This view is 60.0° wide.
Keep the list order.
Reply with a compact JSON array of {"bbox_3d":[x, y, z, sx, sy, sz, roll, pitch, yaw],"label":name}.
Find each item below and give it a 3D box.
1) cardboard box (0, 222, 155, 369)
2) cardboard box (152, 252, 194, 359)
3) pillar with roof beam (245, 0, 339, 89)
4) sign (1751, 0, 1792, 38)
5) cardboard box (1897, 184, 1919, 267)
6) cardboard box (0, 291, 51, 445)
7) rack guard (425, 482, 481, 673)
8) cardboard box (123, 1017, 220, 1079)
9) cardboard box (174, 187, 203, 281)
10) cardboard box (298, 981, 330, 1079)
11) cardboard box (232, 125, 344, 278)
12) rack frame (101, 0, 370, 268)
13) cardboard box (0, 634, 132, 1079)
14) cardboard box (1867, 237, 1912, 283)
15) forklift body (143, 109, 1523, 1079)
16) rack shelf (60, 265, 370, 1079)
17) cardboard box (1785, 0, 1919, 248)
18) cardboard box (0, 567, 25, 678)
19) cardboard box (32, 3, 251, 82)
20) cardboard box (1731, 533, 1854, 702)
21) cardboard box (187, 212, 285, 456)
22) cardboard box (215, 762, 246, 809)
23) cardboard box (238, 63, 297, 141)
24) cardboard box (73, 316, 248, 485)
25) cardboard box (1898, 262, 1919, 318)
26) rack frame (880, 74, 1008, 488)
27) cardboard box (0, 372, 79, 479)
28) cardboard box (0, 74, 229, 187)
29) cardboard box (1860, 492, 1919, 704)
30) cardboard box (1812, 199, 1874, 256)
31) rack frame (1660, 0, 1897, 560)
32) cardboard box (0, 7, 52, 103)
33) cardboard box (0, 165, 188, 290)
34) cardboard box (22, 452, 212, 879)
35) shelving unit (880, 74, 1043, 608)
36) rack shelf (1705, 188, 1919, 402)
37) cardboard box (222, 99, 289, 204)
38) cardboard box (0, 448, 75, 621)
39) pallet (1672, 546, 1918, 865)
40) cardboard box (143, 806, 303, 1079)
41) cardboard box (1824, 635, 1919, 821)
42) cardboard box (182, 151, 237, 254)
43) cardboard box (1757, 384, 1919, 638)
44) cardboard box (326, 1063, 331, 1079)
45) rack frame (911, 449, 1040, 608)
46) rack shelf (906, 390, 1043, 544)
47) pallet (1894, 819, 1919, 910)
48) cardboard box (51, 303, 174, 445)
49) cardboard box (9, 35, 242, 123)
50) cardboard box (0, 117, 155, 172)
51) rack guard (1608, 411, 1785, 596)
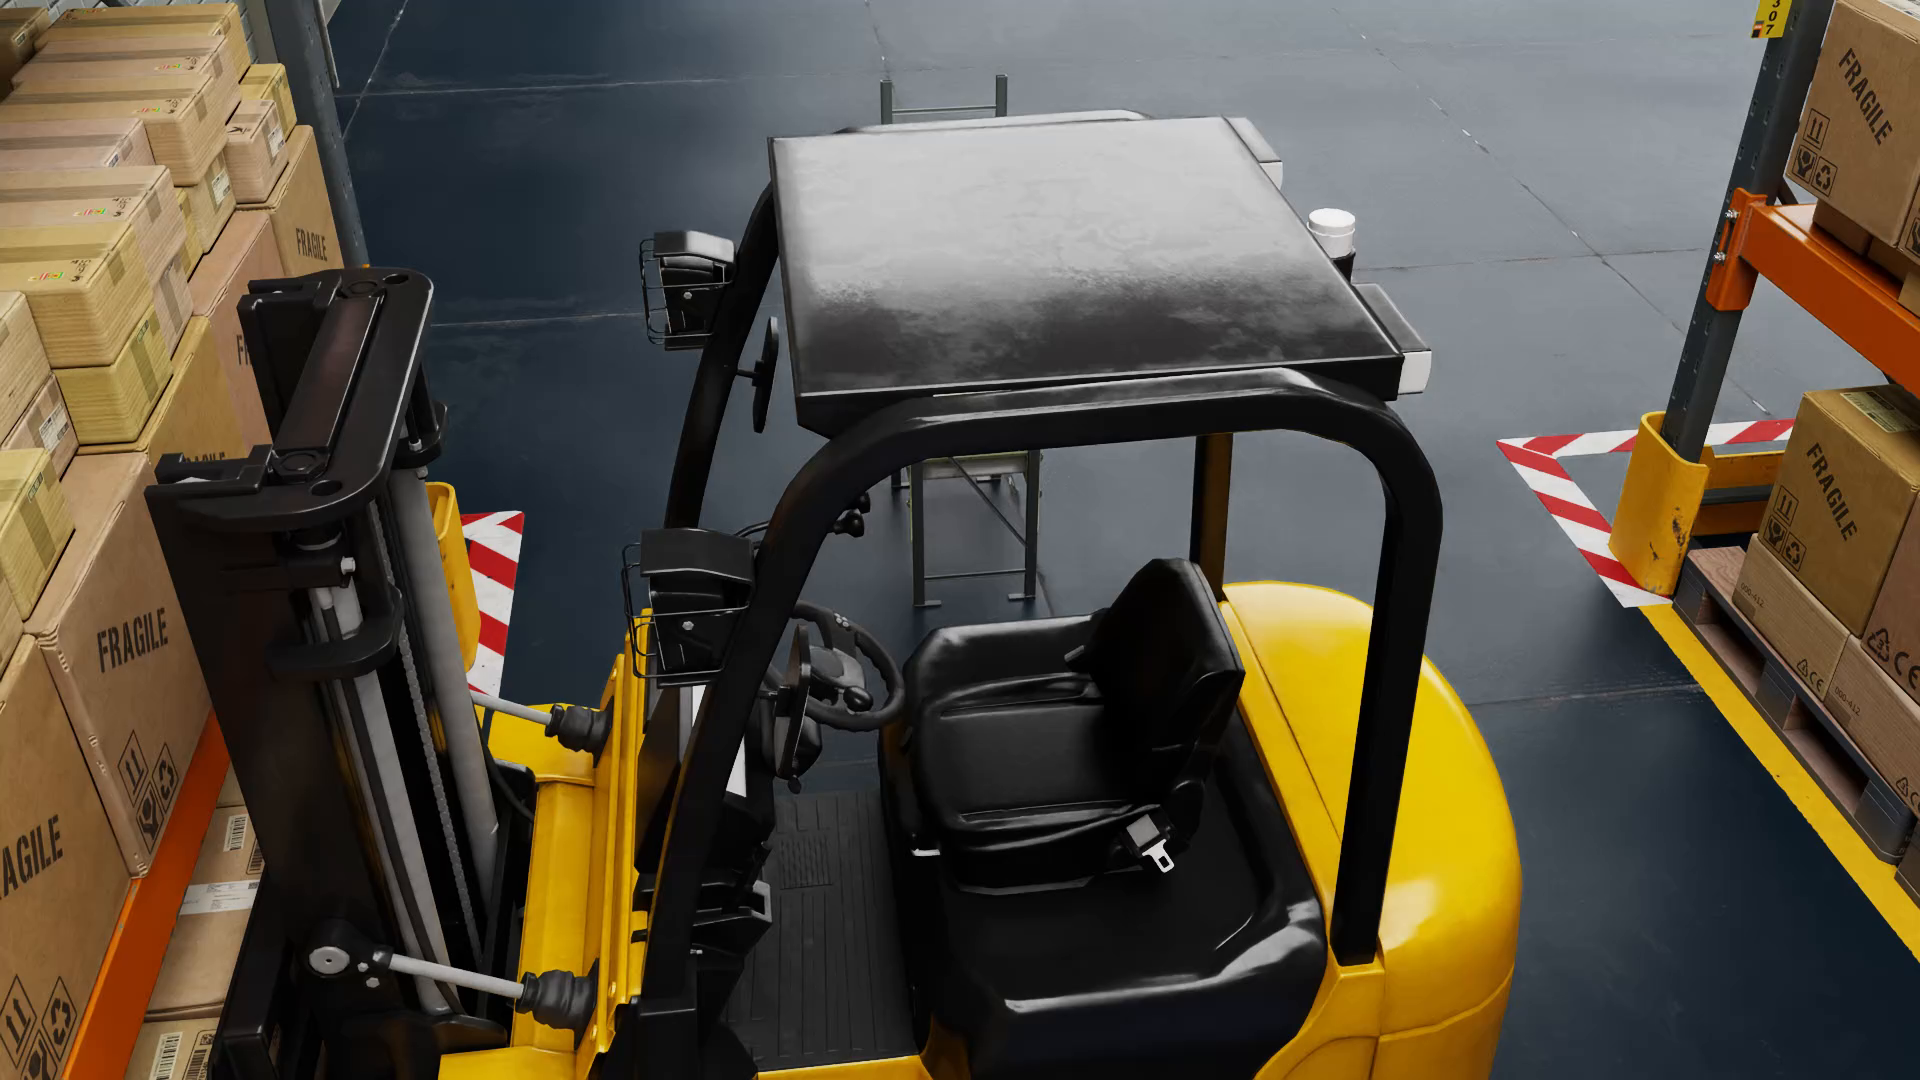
[{"bbox_3d":[-1.578,-0.400,2.744,0.380,0.149,0.250,-4,34,-5],"label":"cardboard box"},{"bbox_3d":[-1.639,-0.419,3.036,0.380,0.149,0.250,-5,35,-8],"label":"cardboard box"},{"bbox_3d":[0.553,-6.552,7.374,9.100,9.000,0.400,-4,35,-6],"label":"pillar with roof beam"},{"bbox_3d":[2.274,-1.551,4.593,0.100,0.325,0.005,-4,35,-6],"label":"sign"},{"bbox_3d":[2.674,-0.824,3.943,0.500,0.500,0.500,-3,34,-5],"label":"cardboard box"},{"bbox_3d":[-1.637,-0.249,2.523,0.380,0.149,0.250,-4,34,-6],"label":"cardboard box"},{"bbox_3d":[-2.109,0.164,5.066,1.175,0.500,0.348,-4,35,-6],"label":"rack guard"},{"bbox_3d":[-1.459,1.069,2.698,0.500,0.250,0.500,-3,34,-5],"label":"cardboard box"},{"bbox_3d":[-1.722,-0.564,3.249,0.380,0.149,0.250,-5,35,-7],"label":"cardboard box"},{"bbox_3d":[-1.520,0.995,3.251,0.500,0.250,0.500,-4,35,-7],"label":"cardboard box"},{"bbox_3d":[-1.780,-0.643,3.940,0.500,0.500,0.500,-5,35,-7],"label":"cardboard box"},{"bbox_3d":[-2.106,-0.856,4.342,1.000,3.000,0.127,-4,35,-6],"label":"rack frame"},{"bbox_3d":[-1.525,0.496,2.270,0.500,0.500,0.500,-5,35,-7],"label":"cardboard box"},{"bbox_3d":[2.701,-0.785,4.461,0.380,0.149,0.250,-4,34,-6],"label":"cardboard box"},{"bbox_3d":[-0.043,0.415,3.231,2.313,2.155,1.214,-4,35,-6],"label":"forklift body"},{"bbox_3d":[-1.837,0.557,2.907,1.077,0.370,4.000,-4,35,-6],"label":"rack shelf"},{"bbox_3d":[2.601,-1.113,4.366,0.500,0.500,0.500,-5,35,-7],"label":"cardboard box"},{"bbox_3d":[-1.494,0.153,2.198,0.380,0.149,0.250,-5,35,-8],"label":"cardboard box"},{"bbox_3d":[-1.849,-1.104,3.778,0.380,0.149,0.250,-4,35,-6],"label":"cardboard box"},{"bbox_3d":[2.646,0.200,4.862,0.500,0.250,0.500,-5,35,-7],"label":"cardboard box"},{"bbox_3d":[-1.719,-0.352,3.515,0.500,0.500,0.500,-3,34,-5],"label":"cardboard box"},{"bbox_3d":[-1.583,0.492,3.545,0.500,0.250,0.500,-4,34,-6],"label":"cardboard box"},{"bbox_3d":[-1.782,-0.993,3.879,0.380,0.149,0.250,-4,34,-6],"label":"cardboard box"},{"bbox_3d":[-1.650,-0.066,3.095,0.500,0.500,0.500,-5,35,-7],"label":"cardboard box"},{"bbox_3d":[2.656,-0.631,4.235,0.380,0.149,0.250,-5,35,-8],"label":"cardboard box"},{"bbox_3d":[-0.050,-0.828,5.633,0.400,1.500,0.023,-4,35,-6],"label":"rack frame"},{"bbox_3d":[-1.641,-0.133,2.617,0.380,0.149,0.250,-5,35,-7],"label":"cardboard box"},{"bbox_3d":[-1.723,-0.825,3.368,0.380,0.149,0.250,-4,34,-5],"label":"cardboard box"},{"bbox_3d":[2.725,0.195,4.204,0.500,0.500,0.500,-6,35,-8],"label":"cardboard box"},{"bbox_3d":[2.653,-0.925,4.667,0.380,0.149,0.250,-4,35,-6],"label":"cardboard box"},{"bbox_3d":[2.812,-1.234,4.897,1.000,3.000,0.127,-4,35,-6],"label":"rack frame"},{"bbox_3d":[-2.273,-1.085,3.749,0.380,0.149,0.250,-5,35,-7],"label":"cardboard box"},{"bbox_3d":[-1.618,-0.544,2.955,0.380,0.149,0.250,-4,34,-5],"label":"cardboard box"},{"bbox_3d":[-1.571,0.213,2.685,0.500,0.500,0.500,-4,34,-6],"label":"cardboard box"},{"bbox_3d":[-0.001,-0.623,5.333,0.431,1.500,0.755,-4,35,-6],"label":"shelving unit"},{"bbox_3d":[3.081,0.179,3.462,1.077,0.370,4.000,-4,35,-6],"label":"rack shelf"},{"bbox_3d":[-1.718,-0.853,3.673,0.380,0.149,0.250,-4,34,-6],"label":"cardboard box"},{"bbox_3d":[-1.539,0.005,2.415,0.380,0.149,0.250,-5,35,-7],"label":"cardboard box"},{"bbox_3d":[2.896,0.417,4.951,1.003,0.211,1.213,-4,35,-6],"label":"pallet"},{"bbox_3d":[-1.522,0.776,3.129,0.500,0.250,0.500,-5,35,-7],"label":"cardboard box"},{"bbox_3d":[2.708,0.485,4.443,0.500,0.250,0.500,-3,34,-5],"label":"cardboard box"},{"bbox_3d":[-1.744,-0.703,3.454,0.380,0.149,0.250,-4,34,-5],"label":"cardboard box"},{"bbox_3d":[2.650,-0.097,4.631,0.500,0.500,0.500,-5,35,-8],"label":"cardboard box"},{"bbox_3d":[-1.522,1.191,3.407,0.500,0.250,0.500,-3,34,-5],"label":"cardboard box"},{"bbox_3d":[0.048,-0.419,5.033,0.400,1.500,0.023,-4,35,-6],"label":"rack frame"},{"bbox_3d":[-0.001,-0.354,5.517,0.431,0.370,0.720,-4,35,-6],"label":"rack shelf"},{"bbox_3d":[3.057,1.096,3.954,1.003,0.211,1.213,-4,35,-6],"label":"pallet"},{"bbox_3d":[-1.585,-0.279,2.831,0.380,0.149,0.250,-4,34,-6],"label":"cardboard box"},{"bbox_3d":[-1.785,-0.969,3.579,0.380,0.149,0.250,-4,35,-6],"label":"cardboard box"},{"bbox_3d":[-1.763,-0.681,3.156,0.380,0.149,0.250,-4,34,-6],"label":"cardboard box"},{"bbox_3d":[2.822,-0.159,5.539,1.175,0.500,0.348,-4,35,-6],"label":"rack guard"}]
